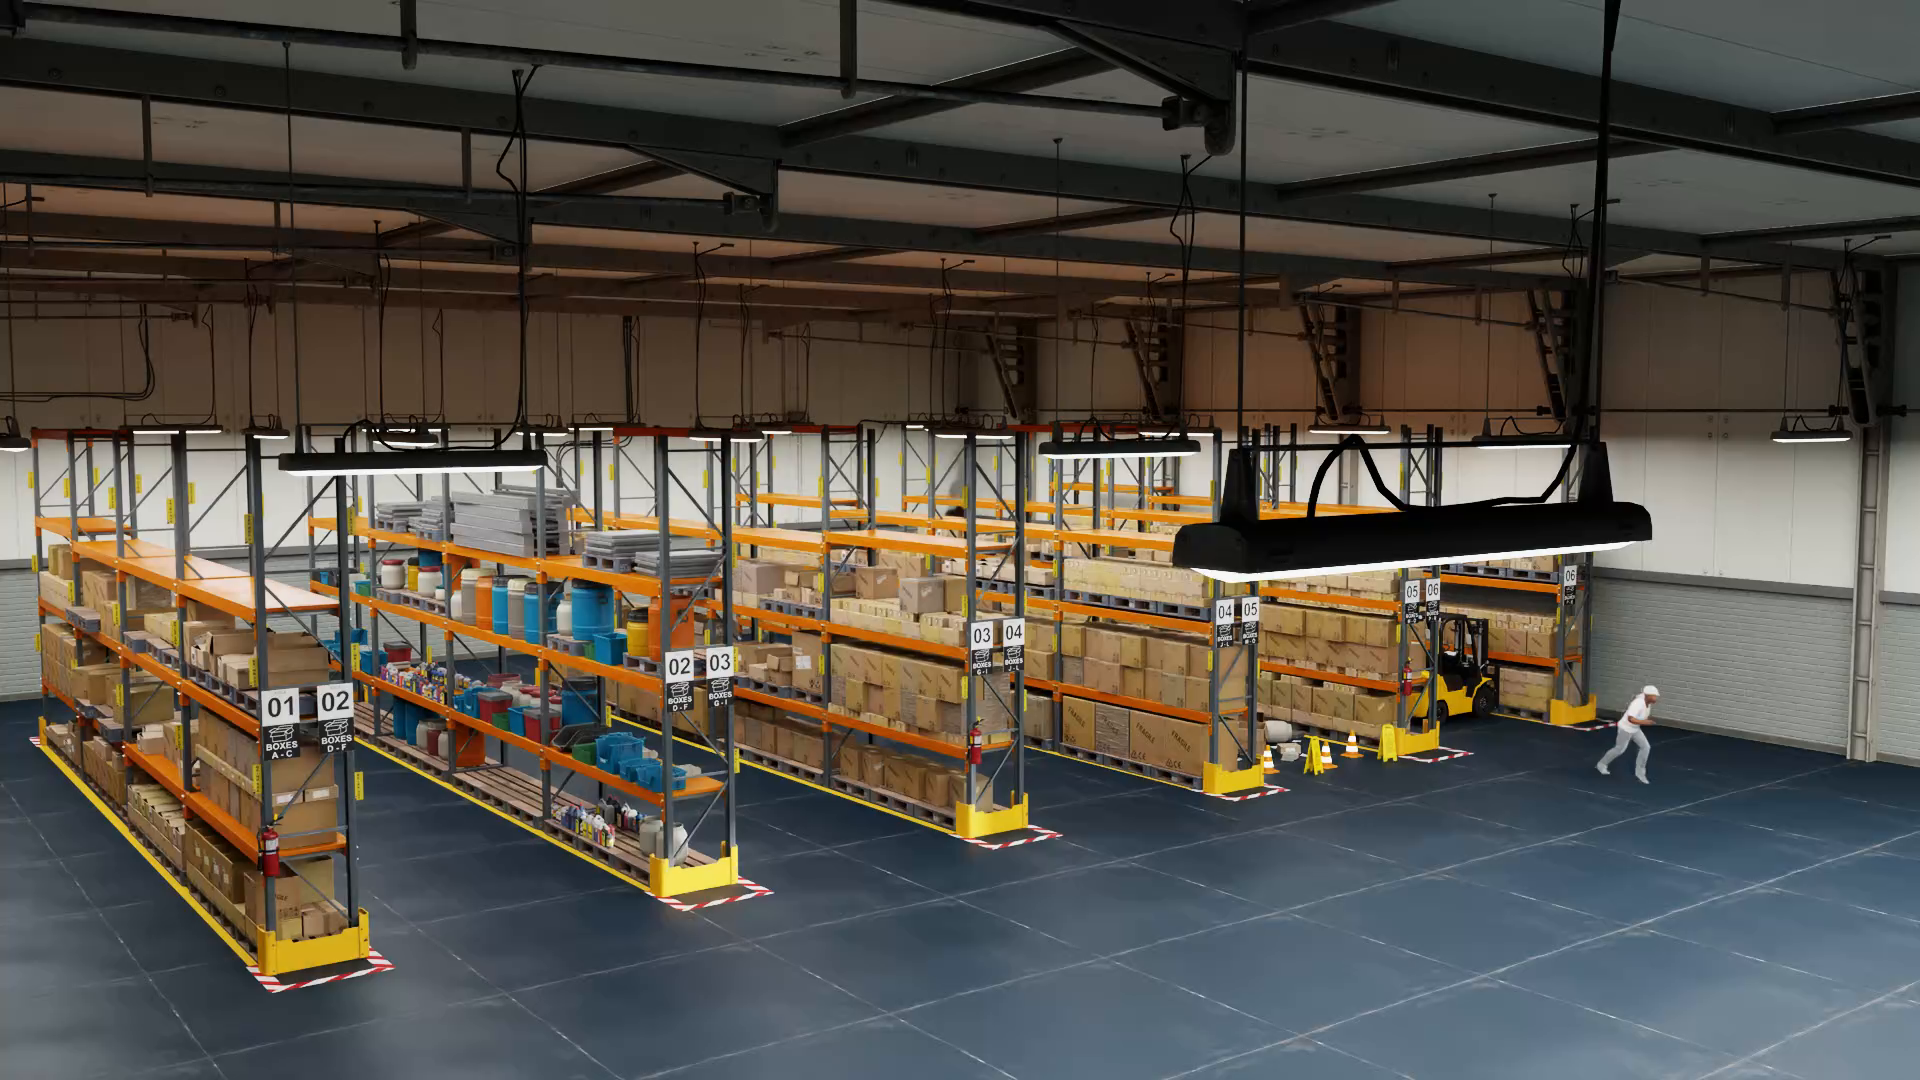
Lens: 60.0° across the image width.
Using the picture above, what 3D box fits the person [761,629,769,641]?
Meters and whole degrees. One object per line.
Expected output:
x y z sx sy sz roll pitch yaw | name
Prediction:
-4.917 2.278 41.672 0.693 1.642 0.648 -1 5 -14 | person

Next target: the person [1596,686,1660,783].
11.422 3.301 28.409 1.032 1.710 0.747 4 6 41 | person

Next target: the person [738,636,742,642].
-4.861 2.674 35.341 0.670 1.823 0.946 -4 6 -41 | person
